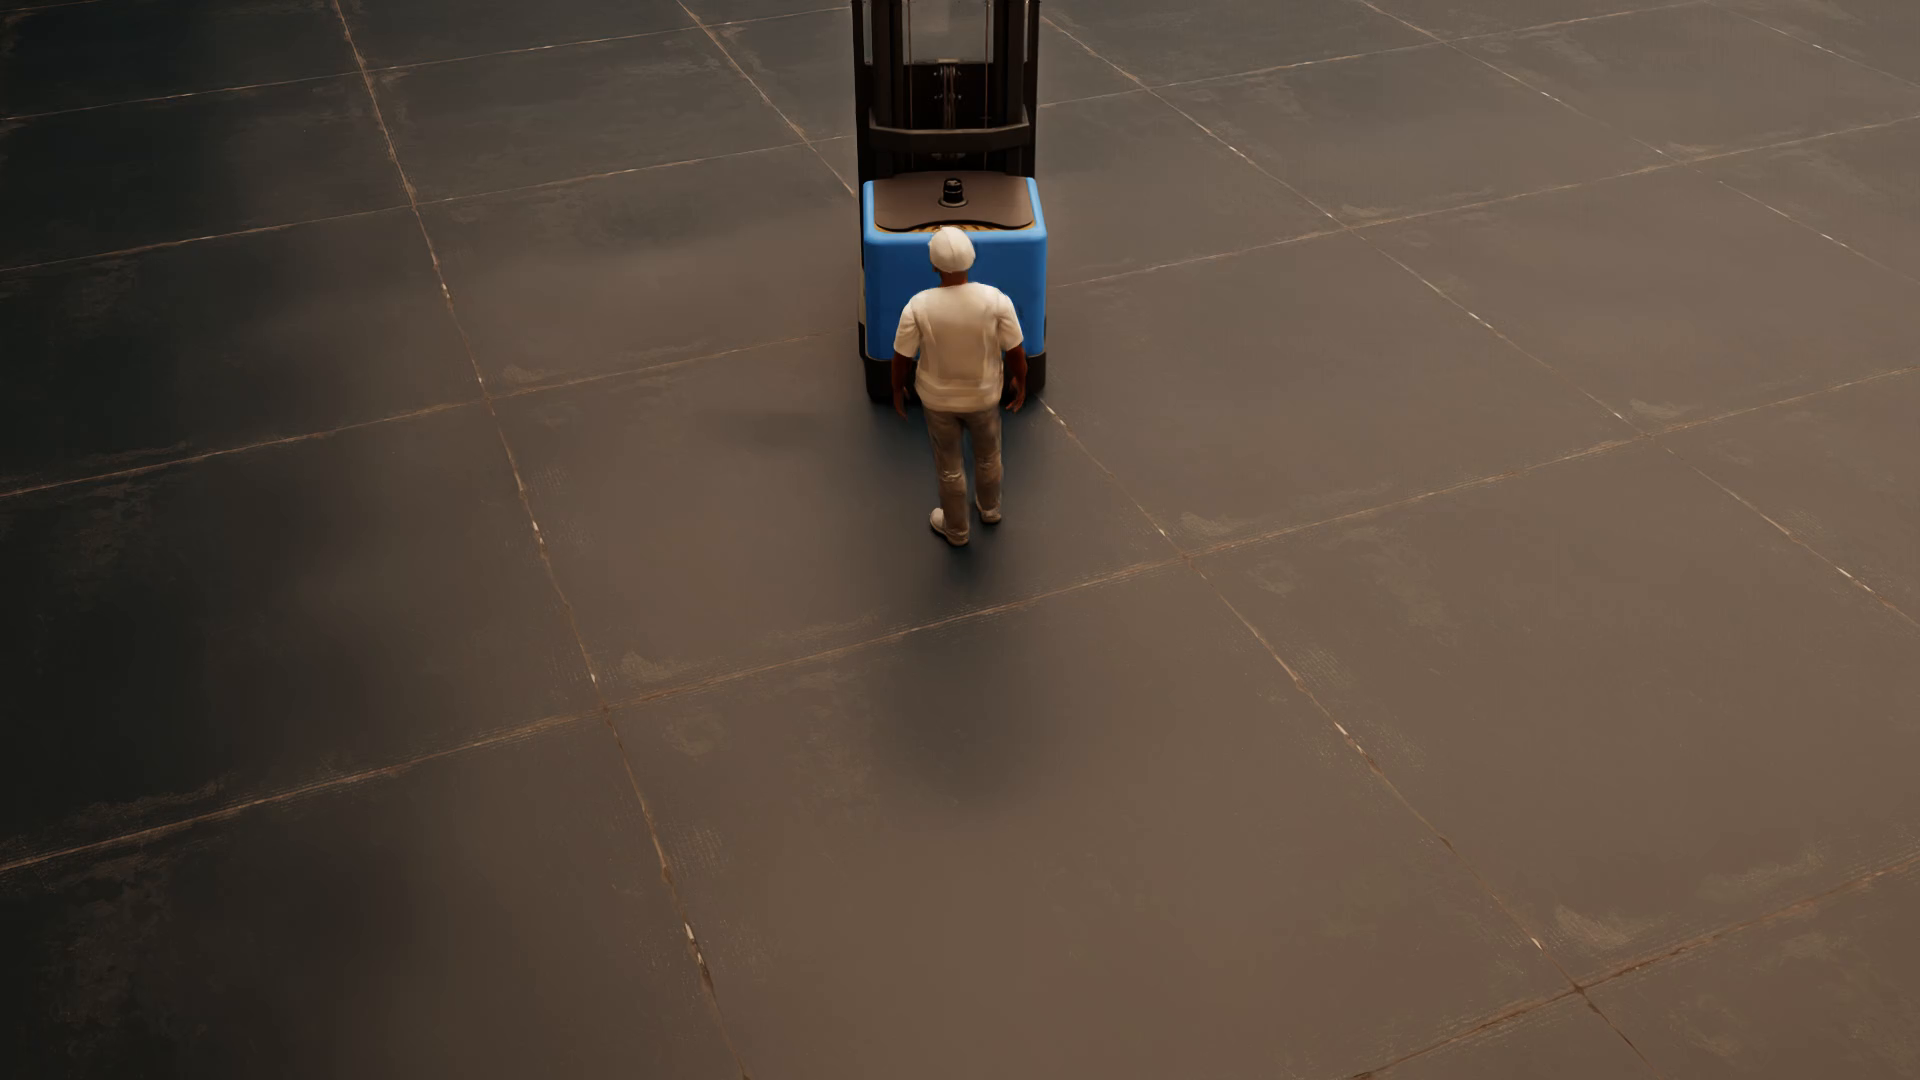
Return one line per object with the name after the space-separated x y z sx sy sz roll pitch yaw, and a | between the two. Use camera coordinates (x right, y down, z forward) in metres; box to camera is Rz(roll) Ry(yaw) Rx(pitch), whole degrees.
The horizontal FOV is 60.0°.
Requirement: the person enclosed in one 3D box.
-0.008 -0.785 8.201 0.661 1.768 0.638 -2 35 -2 | person

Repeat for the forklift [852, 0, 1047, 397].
-0.098 -2.856 10.114 1.130 2.935 3.031 -2 35 -2 | forklift
